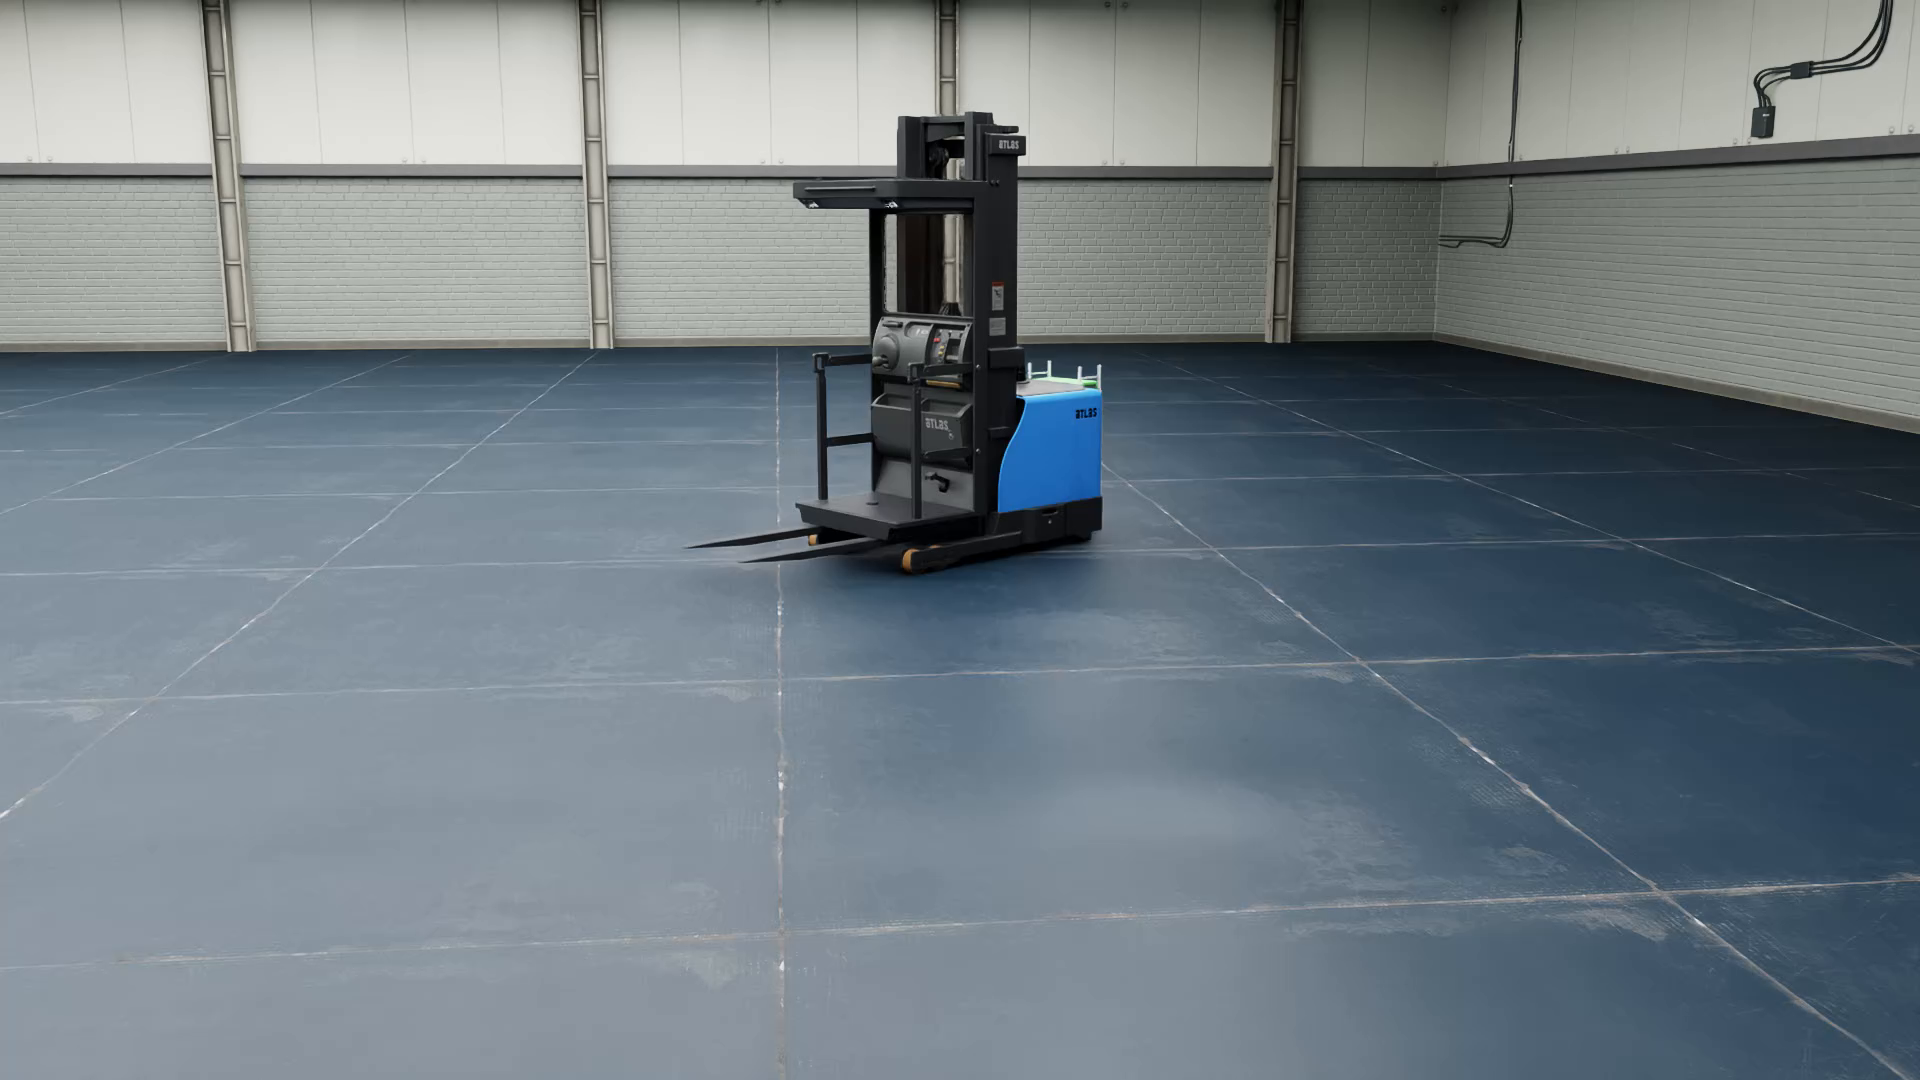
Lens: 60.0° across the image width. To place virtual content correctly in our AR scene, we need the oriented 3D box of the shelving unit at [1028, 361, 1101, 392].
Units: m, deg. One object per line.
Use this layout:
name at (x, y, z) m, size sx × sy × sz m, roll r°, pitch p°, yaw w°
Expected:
shelving unit at (0.768, -0.708, 12.360) m, size 0.503 × 1.200 × 0.258 m, roll 11°, pitch 15°, yaw 44°

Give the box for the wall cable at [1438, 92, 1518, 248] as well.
wall cable at (8.814, -6.278, 28.522) m, size 0.112 × 2.526 × 3.097 m, roll -1°, pitch 11°, yaw -6°

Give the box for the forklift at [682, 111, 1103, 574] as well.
forklift at (-0.415, -1.329, 11.032) m, size 3.031 × 2.935 × 1.130 m, roll -10°, pitch 15°, yaw -41°

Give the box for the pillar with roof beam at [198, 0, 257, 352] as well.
pillar with roof beam at (-11.687, -6.793, 23.093) m, size 0.400 × 9.000 × 9.100 m, roll -1°, pitch 11°, yaw -6°

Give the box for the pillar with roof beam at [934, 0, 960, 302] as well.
pillar with roof beam at (0.243, -7.043, 24.365) m, size 0.400 × 9.000 × 9.100 m, roll -1°, pitch 11°, yaw -6°

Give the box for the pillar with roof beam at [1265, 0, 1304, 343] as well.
pillar with roof beam at (6.207, -7.168, 25.000) m, size 0.400 × 9.000 × 9.100 m, roll -1°, pitch 11°, yaw -6°

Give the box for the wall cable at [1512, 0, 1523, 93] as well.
wall cable at (9.106, -8.237, 25.396) m, size 0.112 × 2.526 × 3.097 m, roll -1°, pitch 11°, yaw -6°

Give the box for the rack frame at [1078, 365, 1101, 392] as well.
rack frame at (0.942, -0.675, 12.192) m, size 0.015 × 1.200 × 0.240 m, roll 11°, pitch 15°, yaw 44°

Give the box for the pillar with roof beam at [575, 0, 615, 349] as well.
pillar with roof beam at (-5.722, -6.918, 23.729) m, size 0.400 × 9.000 × 9.100 m, roll -1°, pitch 11°, yaw -6°

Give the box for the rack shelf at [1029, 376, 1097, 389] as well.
rack shelf at (0.768, -1.117, 12.280) m, size 0.480 × 0.148 × 0.258 m, roll 11°, pitch 15°, yaw 44°

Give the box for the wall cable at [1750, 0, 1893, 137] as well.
wall cable at (9.824, -7.649, 18.632) m, size 0.169 × 6.003 × 2.305 m, roll -1°, pitch 11°, yaw -6°

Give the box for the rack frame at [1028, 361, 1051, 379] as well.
rack frame at (0.595, -0.741, 12.529) m, size 0.015 × 1.200 × 0.240 m, roll 11°, pitch 15°, yaw 44°
